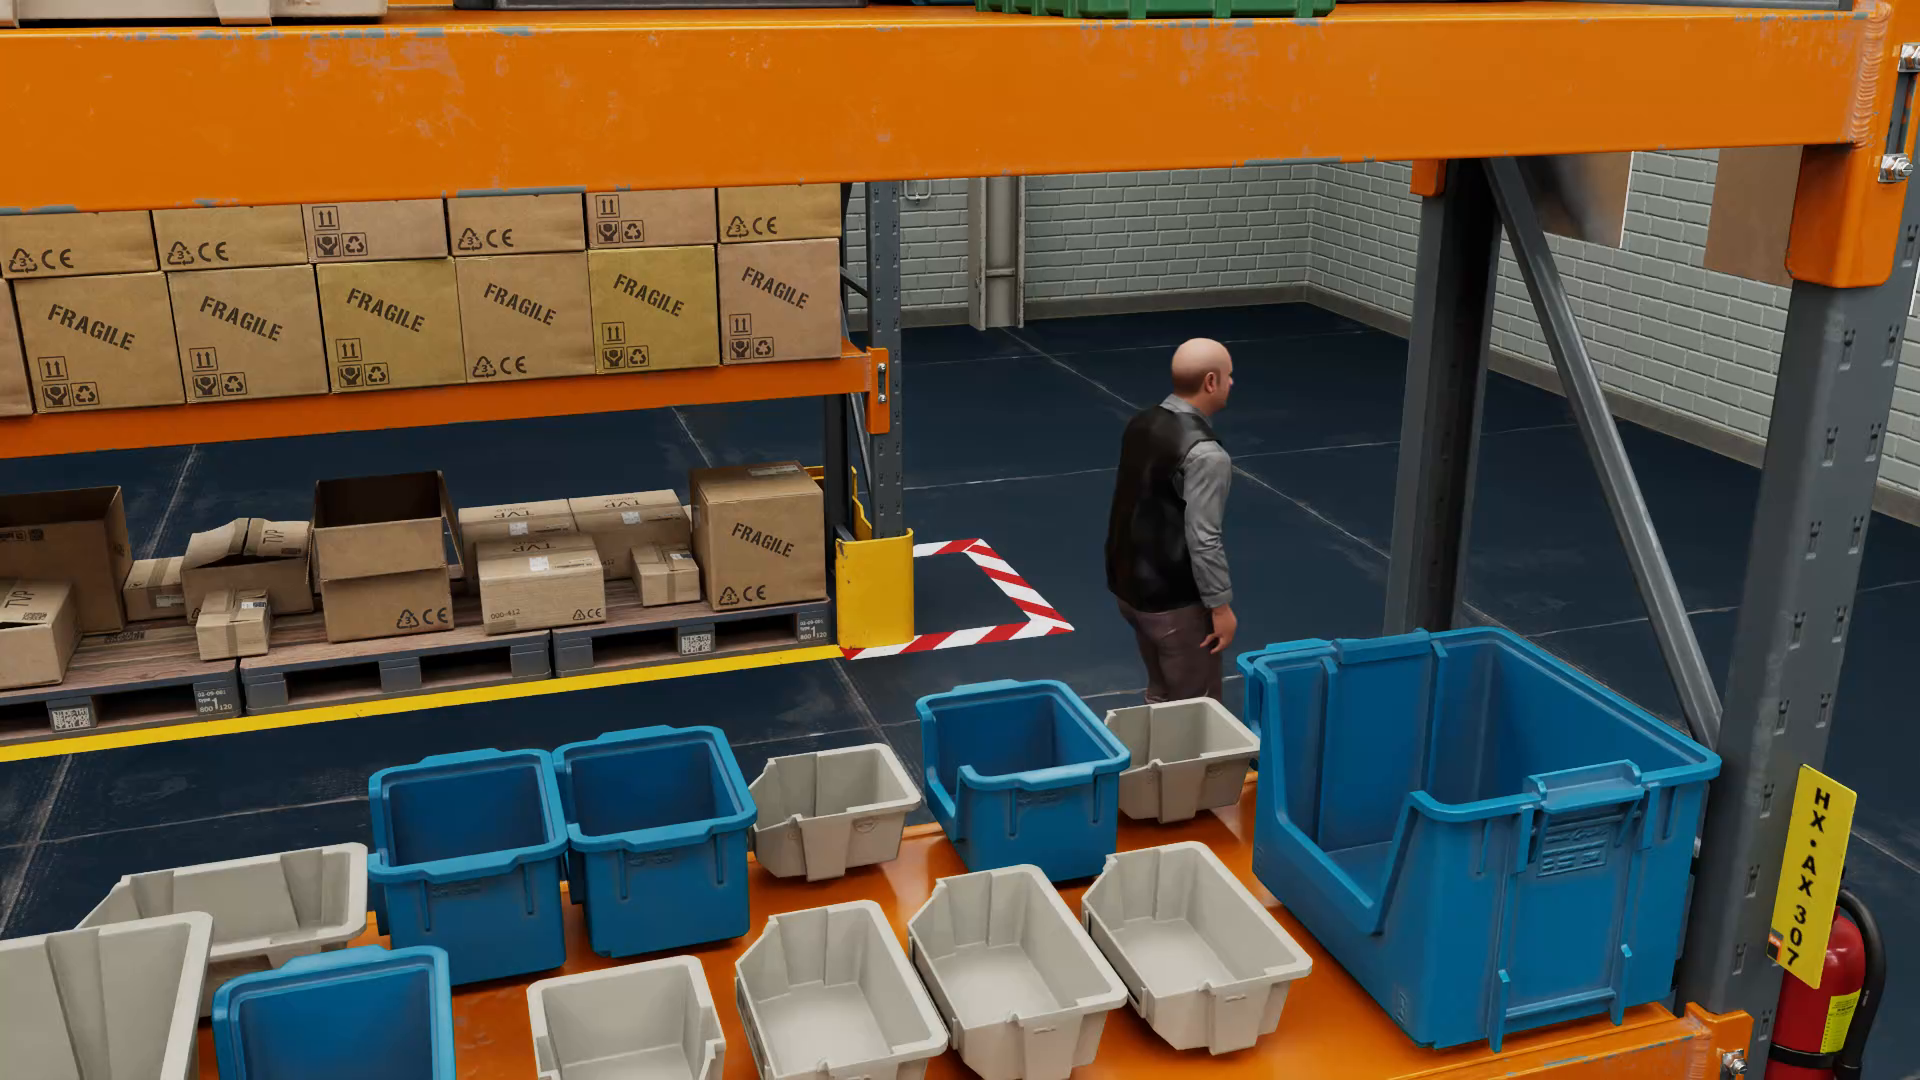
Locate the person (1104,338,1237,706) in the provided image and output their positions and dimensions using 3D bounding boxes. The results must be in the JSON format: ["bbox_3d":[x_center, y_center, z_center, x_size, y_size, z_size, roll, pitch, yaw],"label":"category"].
[{"bbox_3d":[0.729,0.179,5.585,0.462,1.721,0.588,-7,20,-19],"label":"person"}]
